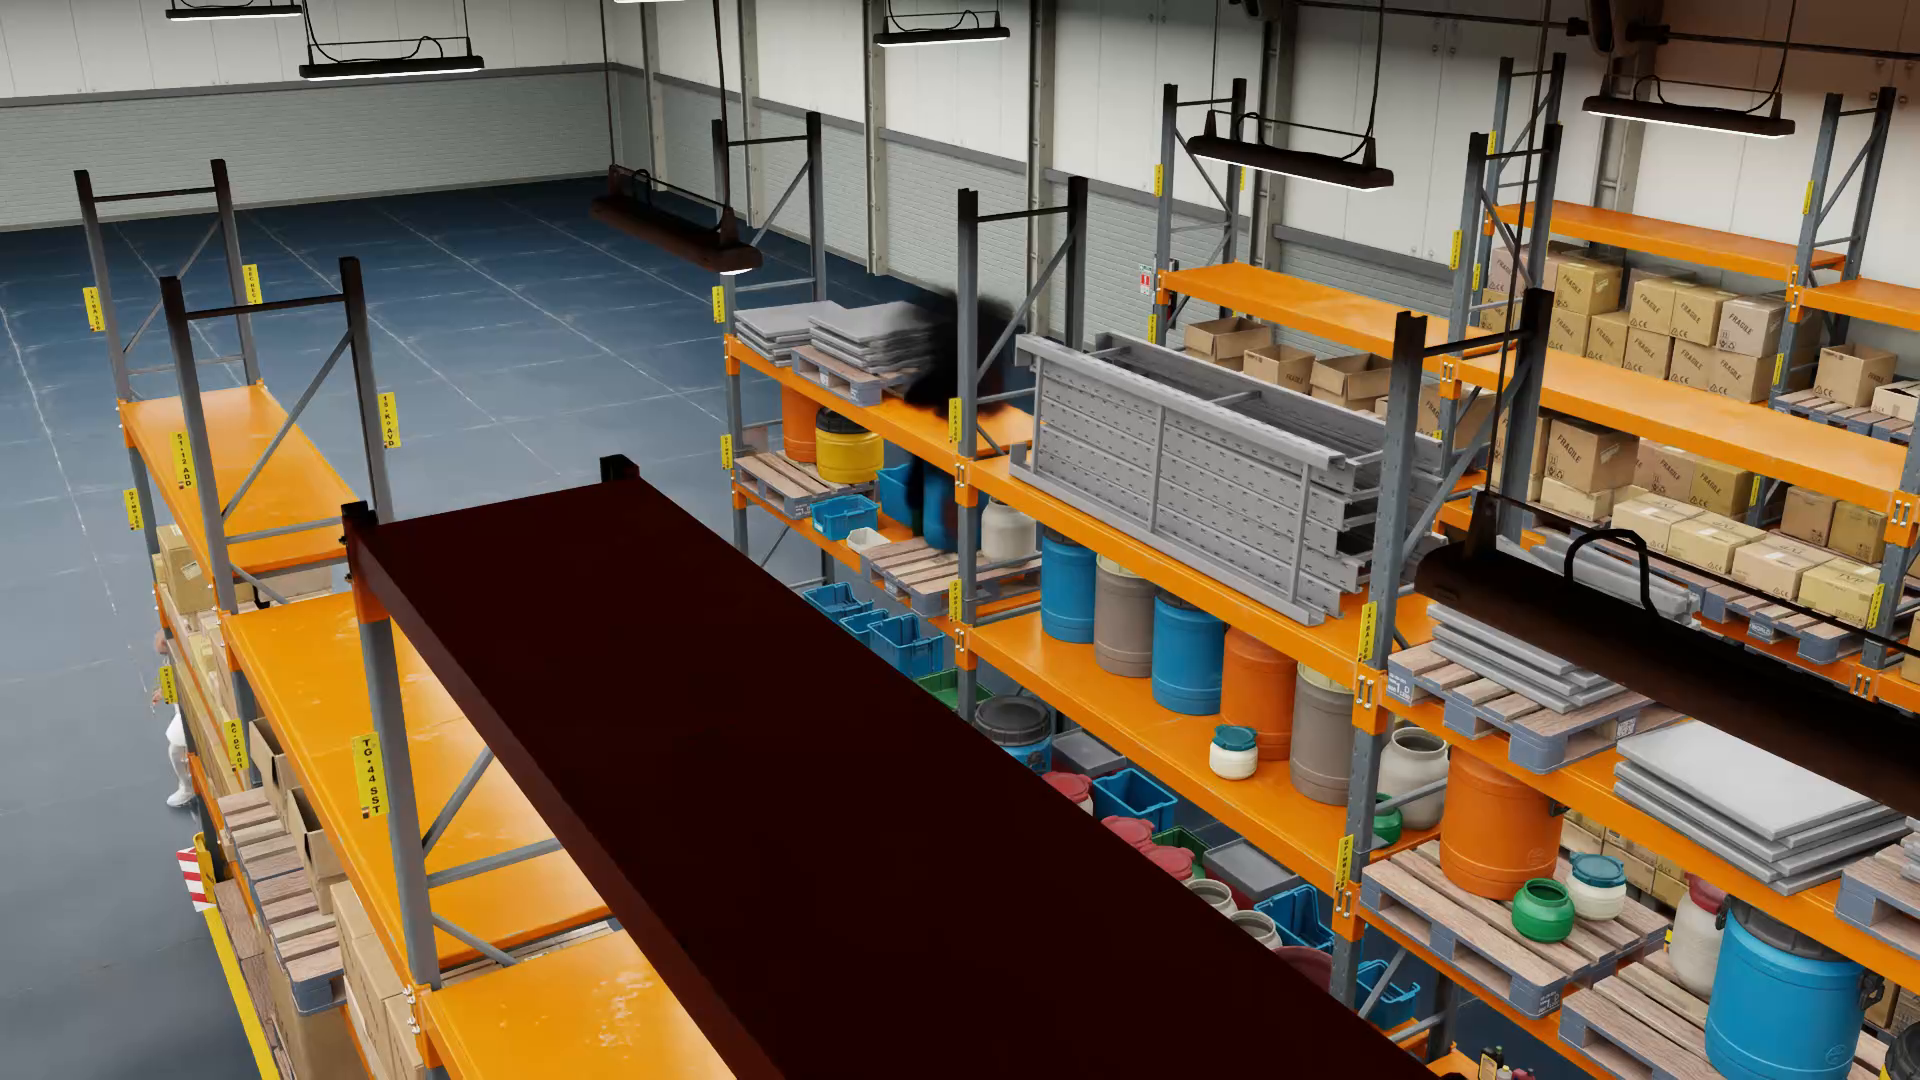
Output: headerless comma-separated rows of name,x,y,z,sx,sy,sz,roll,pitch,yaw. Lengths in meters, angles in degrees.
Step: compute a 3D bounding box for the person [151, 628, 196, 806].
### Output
person,-6.870,1.571,15.103,0.877,1.756,0.667,-5,22,-12
